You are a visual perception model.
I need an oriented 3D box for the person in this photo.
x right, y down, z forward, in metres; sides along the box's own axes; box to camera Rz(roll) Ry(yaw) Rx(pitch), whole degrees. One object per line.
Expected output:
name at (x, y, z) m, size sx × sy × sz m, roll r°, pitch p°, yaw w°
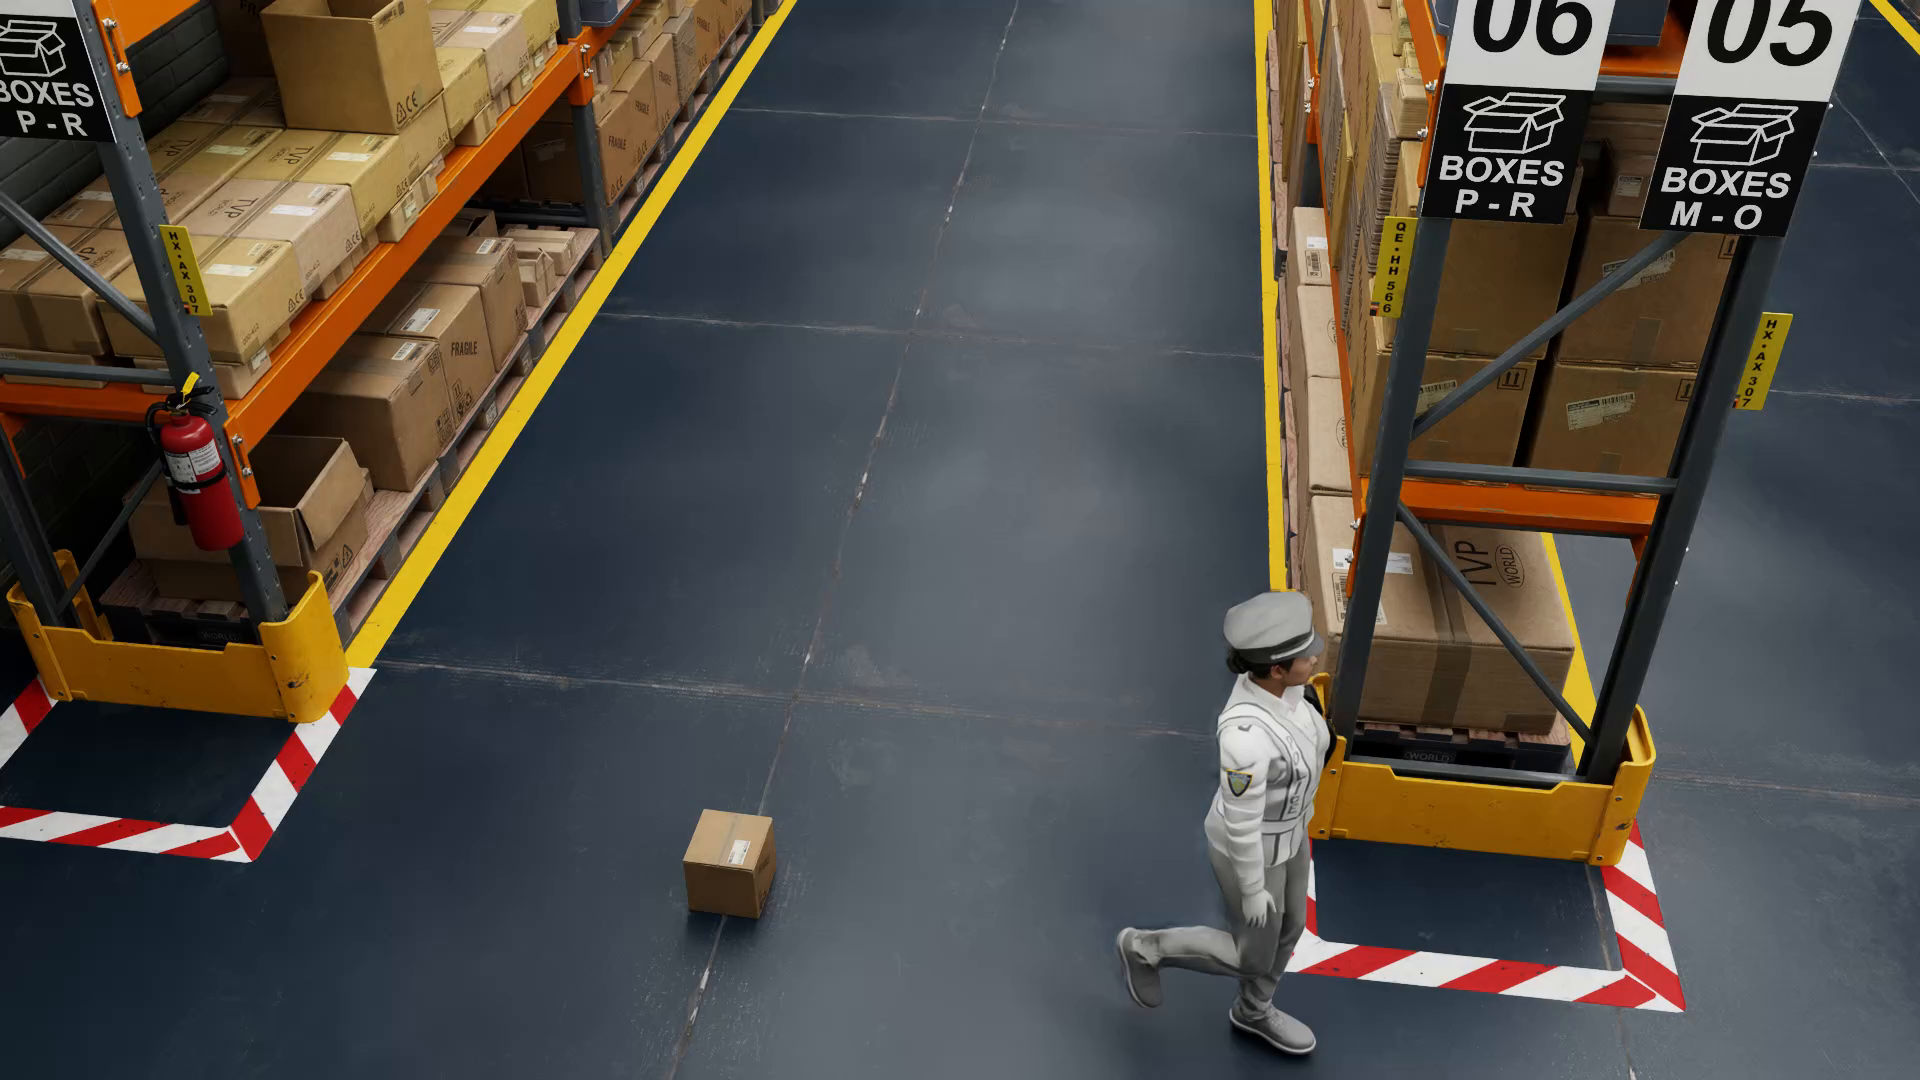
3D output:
person at (0.896, 0.866, 4.911) m, size 0.543 × 1.673 × 0.512 m, roll 16°, pitch 39°, yaw 20°
